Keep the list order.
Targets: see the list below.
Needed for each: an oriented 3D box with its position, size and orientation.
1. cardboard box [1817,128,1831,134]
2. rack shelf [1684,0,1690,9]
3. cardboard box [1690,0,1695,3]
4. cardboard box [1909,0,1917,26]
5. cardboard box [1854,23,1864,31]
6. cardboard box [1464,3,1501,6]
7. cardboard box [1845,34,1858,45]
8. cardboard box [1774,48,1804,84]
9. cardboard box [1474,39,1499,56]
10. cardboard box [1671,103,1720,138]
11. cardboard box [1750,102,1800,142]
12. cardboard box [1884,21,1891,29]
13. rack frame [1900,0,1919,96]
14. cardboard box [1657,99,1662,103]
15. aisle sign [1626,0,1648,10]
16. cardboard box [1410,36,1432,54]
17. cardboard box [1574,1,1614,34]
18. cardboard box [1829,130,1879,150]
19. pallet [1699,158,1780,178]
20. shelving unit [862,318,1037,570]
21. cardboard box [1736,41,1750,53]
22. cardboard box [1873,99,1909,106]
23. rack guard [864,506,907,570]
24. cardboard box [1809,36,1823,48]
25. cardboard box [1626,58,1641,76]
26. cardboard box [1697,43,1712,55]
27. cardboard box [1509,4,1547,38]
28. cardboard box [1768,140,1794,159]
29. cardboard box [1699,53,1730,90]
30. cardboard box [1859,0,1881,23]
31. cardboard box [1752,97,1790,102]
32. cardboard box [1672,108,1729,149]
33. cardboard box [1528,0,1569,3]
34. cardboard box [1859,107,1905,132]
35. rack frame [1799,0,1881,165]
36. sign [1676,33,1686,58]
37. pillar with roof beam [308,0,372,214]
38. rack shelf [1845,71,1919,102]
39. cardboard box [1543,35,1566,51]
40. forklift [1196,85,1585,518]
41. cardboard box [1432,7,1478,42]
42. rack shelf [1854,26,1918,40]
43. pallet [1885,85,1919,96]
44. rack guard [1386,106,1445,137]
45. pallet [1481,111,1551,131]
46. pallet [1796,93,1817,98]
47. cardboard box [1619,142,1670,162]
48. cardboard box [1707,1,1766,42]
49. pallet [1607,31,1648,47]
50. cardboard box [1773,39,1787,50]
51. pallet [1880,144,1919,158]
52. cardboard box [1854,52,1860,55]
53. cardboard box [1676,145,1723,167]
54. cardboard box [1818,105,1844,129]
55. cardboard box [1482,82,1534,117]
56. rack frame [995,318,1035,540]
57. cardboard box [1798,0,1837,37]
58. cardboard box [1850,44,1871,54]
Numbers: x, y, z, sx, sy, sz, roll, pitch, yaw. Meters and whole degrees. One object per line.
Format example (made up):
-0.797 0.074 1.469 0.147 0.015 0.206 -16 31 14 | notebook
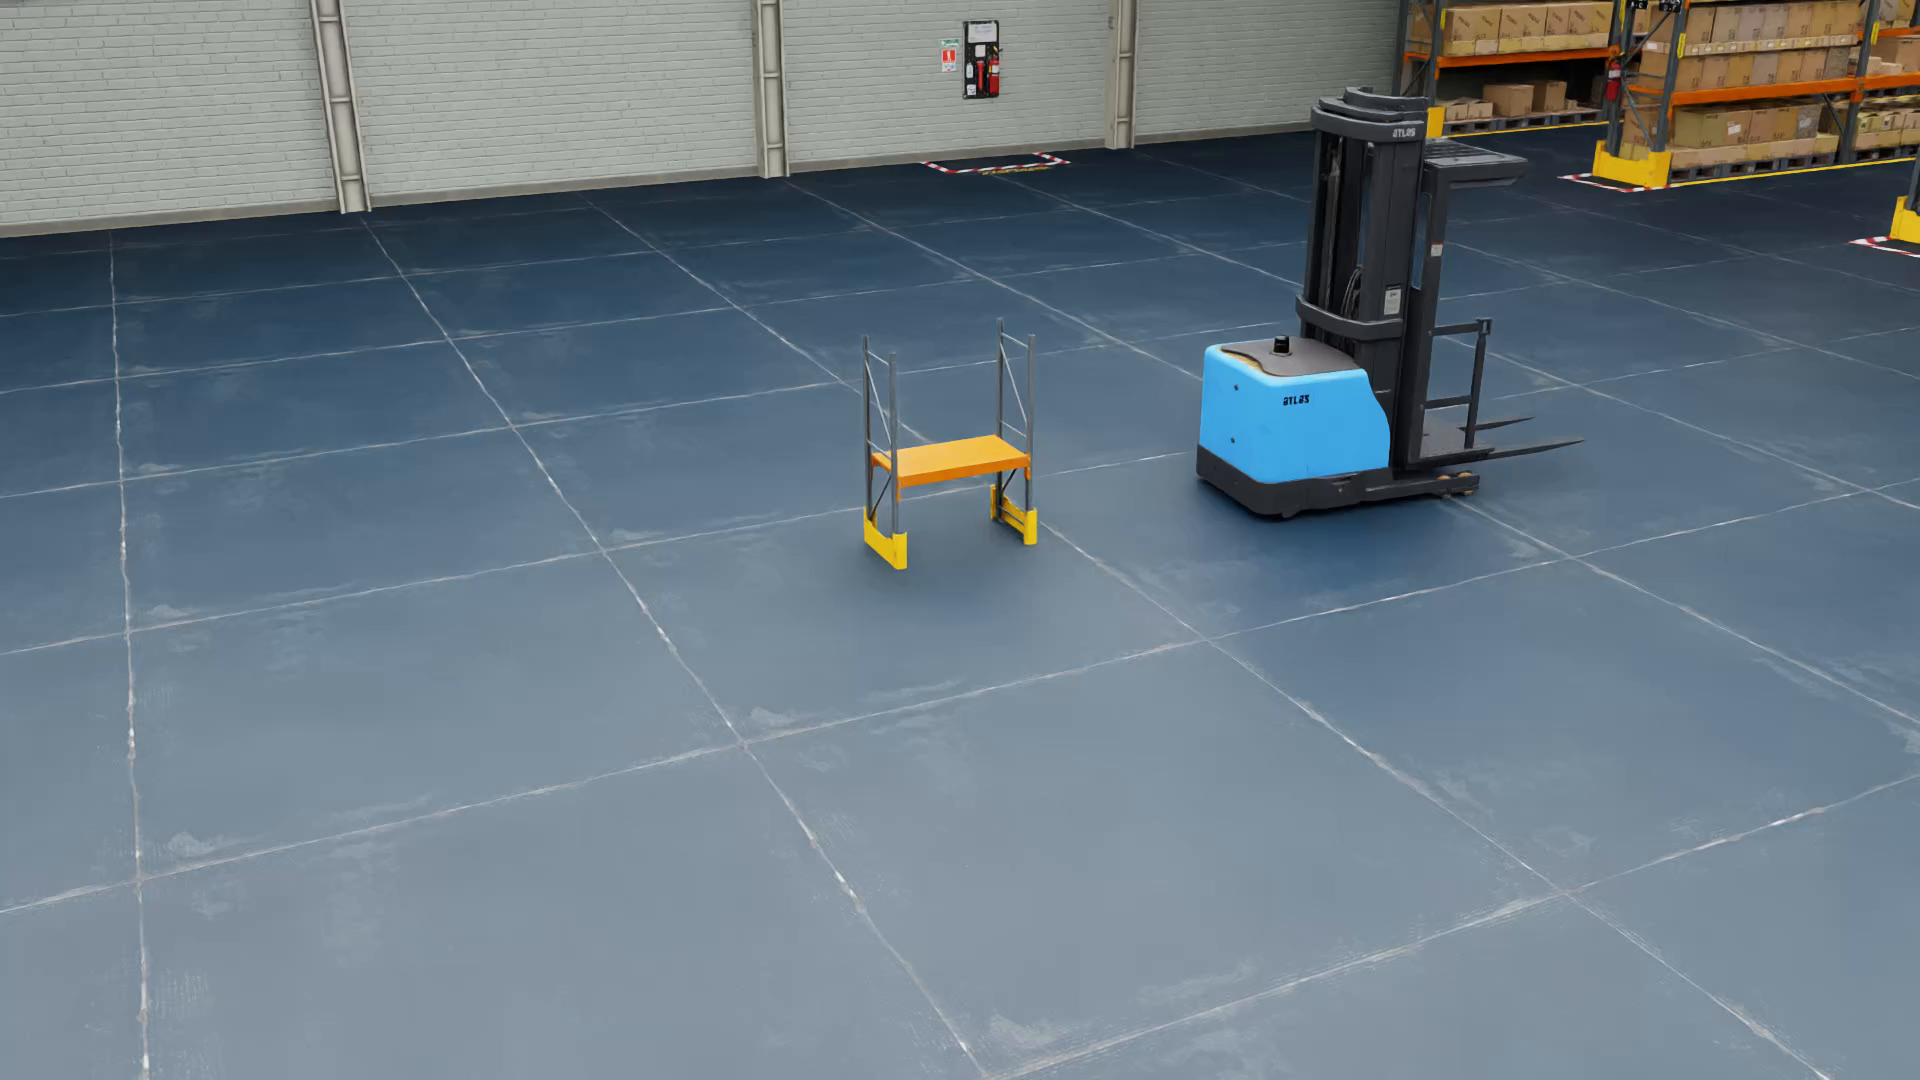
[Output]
13.769 -6.472 26.508 0.500 0.250 0.500 -11 25 -24 | cardboard box
11.719 -8.101 24.418 4.000 0.370 1.077 -10 25 -24 | rack shelf
12.929 -9.618 30.358 0.500 0.500 0.700 -7 23 -16 | cardboard box
19.074 -10.636 33.130 0.700 0.700 0.980 -10 25 -23 | cardboard box
17.233 -9.957 32.184 0.250 0.149 0.380 -11 25 -25 | cardboard box
9.020 -9.028 28.827 0.500 0.500 0.500 -11 25 -25 | cardboard box
13.369 -7.606 25.225 0.250 0.149 0.380 -10 25 -24 | cardboard box
12.198 -7.178 25.039 0.500 0.500 0.700 -10 25 -23 | cardboard box
8.805 -8.425 28.351 0.500 0.250 0.500 -11 25 -25 | cardboard box
11.166 -6.348 25.230 0.500 0.500 0.500 -10 25 -24 | cardboard box
12.294 -6.334 25.196 0.500 0.500 0.500 -10 25 -24 | cardboard box
17.926 -10.075 32.470 0.250 0.149 0.380 -10 24 -22 | cardboard box
18.578 -10.413 32.984 0.127 3.000 1.000 -10 25 -24 | rack frame
12.947 -8.436 30.900 0.500 0.500 0.700 -10 25 -23 | cardboard box
9.731 -8.007 23.773 0.004 0.787 0.394 -10 25 -24 | aisle sign
8.103 -8.507 28.549 0.500 0.250 0.500 -10 25 -23 | cardboard box
11.078 -9.187 29.213 0.500 0.500 0.500 -10 25 -24 | cardboard box
13.992 -6.285 26.056 0.500 0.250 0.500 -11 25 -25 | cardboard box
11.686 -5.770 25.412 1.213 0.211 1.003 -10 25 -24 | pallet
-0.069 -0.680 11.433 1.083 1.500 0.587 -10 25 -24 | shelving unit
11.294 -7.224 24.302 0.250 0.149 0.380 -11 25 -25 | cardboard box
15.133 -6.981 27.005 0.500 0.311 0.500 -11 25 -24 | cardboard box
-0.517 -0.020 11.472 0.087 0.250 0.587 -10 25 -24 | rack guard
12.675 -7.478 24.914 0.250 0.149 0.380 -10 25 -24 | cardboard box
12.421 -8.683 30.517 0.500 0.250 0.500 -11 25 -25 | cardboard box
10.601 -7.097 23.995 0.250 0.149 0.380 -11 25 -25 | cardboard box
9.704 -8.936 28.606 0.500 0.500 0.500 -10 24 -22 | cardboard box
12.299 -5.983 25.328 0.500 0.250 0.500 -10 25 -24 | cardboard box
10.815 -6.924 24.424 0.500 0.500 0.700 -10 24 -22 | cardboard box
17.360 -10.274 32.102 0.500 0.500 0.500 -10 25 -24 | cardboard box
12.521 -6.595 25.825 0.500 0.500 0.500 -10 25 -24 | cardboard box
10.947 -6.082 24.586 0.500 0.500 0.500 -10 25 -24 | cardboard box
10.388 -9.282 29.441 0.500 0.500 0.500 -11 25 -24 | cardboard box
14.455 -6.626 26.148 0.500 0.311 0.500 -11 25 -24 | cardboard box
13.521 -7.379 25.655 0.127 3.000 1.000 -10 25 -24 | rack frame
10.153 -6.960 23.407 0.005 0.325 0.100 -10 25 -24 | sign
-6.331 -7.139 17.231 0.400 9.000 9.100 -10 25 -24 | pillar with roof beam
15.324 -7.379 26.594 4.000 0.370 1.077 -10 25 -24 | rack shelf
10.175 -8.674 28.954 0.500 0.250 0.500 -11 25 -24 | cardboard box
3.390 -1.851 12.390 3.031 2.935 1.130 -8 24 -19 | forklift
8.326 -8.684 27.998 0.500 0.500 0.500 -10 25 -24 | cardboard box
16.776 -9.749 32.320 4.000 0.370 1.077 -10 25 -24 | rack shelf
19.297 -9.224 33.757 1.213 0.211 1.003 -10 25 -24 | pallet
7.834 -7.280 28.684 0.348 0.500 1.175 -10 25 -24 | rack guard
9.679 -7.470 29.520 1.213 0.211 1.003 -10 25 -24 | pallet
15.717 -8.566 32.167 1.213 0.211 1.003 -10 25 -24 | pallet
10.272 -5.830 24.959 0.500 0.250 0.500 -10 25 -24 | cardboard box
11.317 -7.616 24.401 0.500 0.500 0.700 -10 25 -23 | cardboard box
12.121 -9.074 30.000 1.213 0.211 1.003 -10 25 -24 | pallet
11.987 -7.351 24.608 0.250 0.149 0.380 -10 24 -22 | cardboard box
15.269 -6.431 27.009 1.213 0.211 1.003 -10 25 -24 | pallet
14.234 -7.526 26.186 0.258 0.266 0.396 -11 25 -25 | cardboard box
10.946 -5.736 24.731 0.500 0.250 0.500 -10 25 -24 | cardboard box
13.762 -6.728 26.395 0.500 0.311 0.500 -10 25 -24 | cardboard box
9.624 -7.754 29.252 0.500 0.500 0.700 -12 25 -27 | cardboard box
0.381 -0.763 11.633 0.032 1.500 0.500 -10 25 -24 | rack frame
12.670 -7.865 25.001 0.500 0.500 0.700 -10 25 -24 | cardboard box
17.249 -9.313 32.587 0.750 0.750 0.750 -10 24 -22 | cardboard box
